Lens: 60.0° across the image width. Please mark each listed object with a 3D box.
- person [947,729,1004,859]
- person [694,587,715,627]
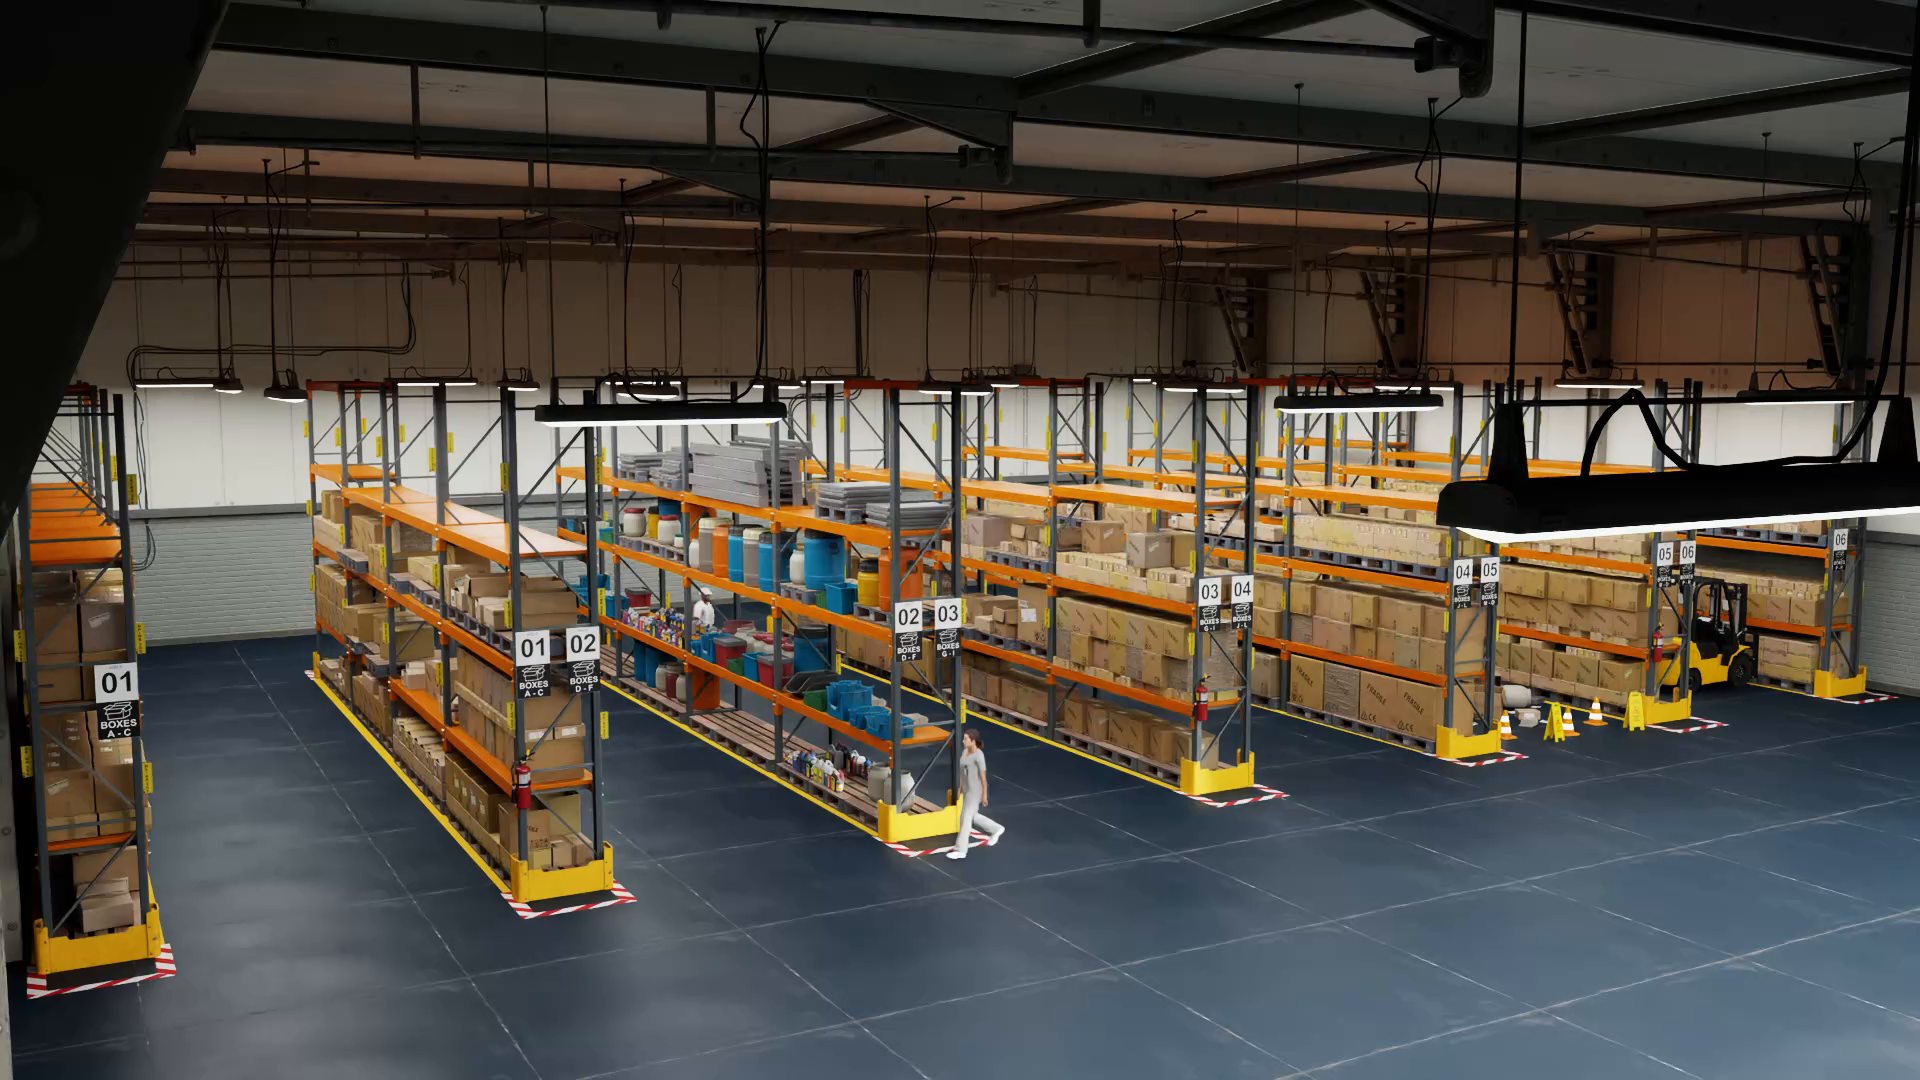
[{"bbox_3d":[0.186,3.237,21.438,0.936,1.637,0.497,-3,7,-28],"label":"person"},{"bbox_3d":[-5.140,1.850,33.798,0.446,1.777,0.634,2,6,15],"label":"person"}]
